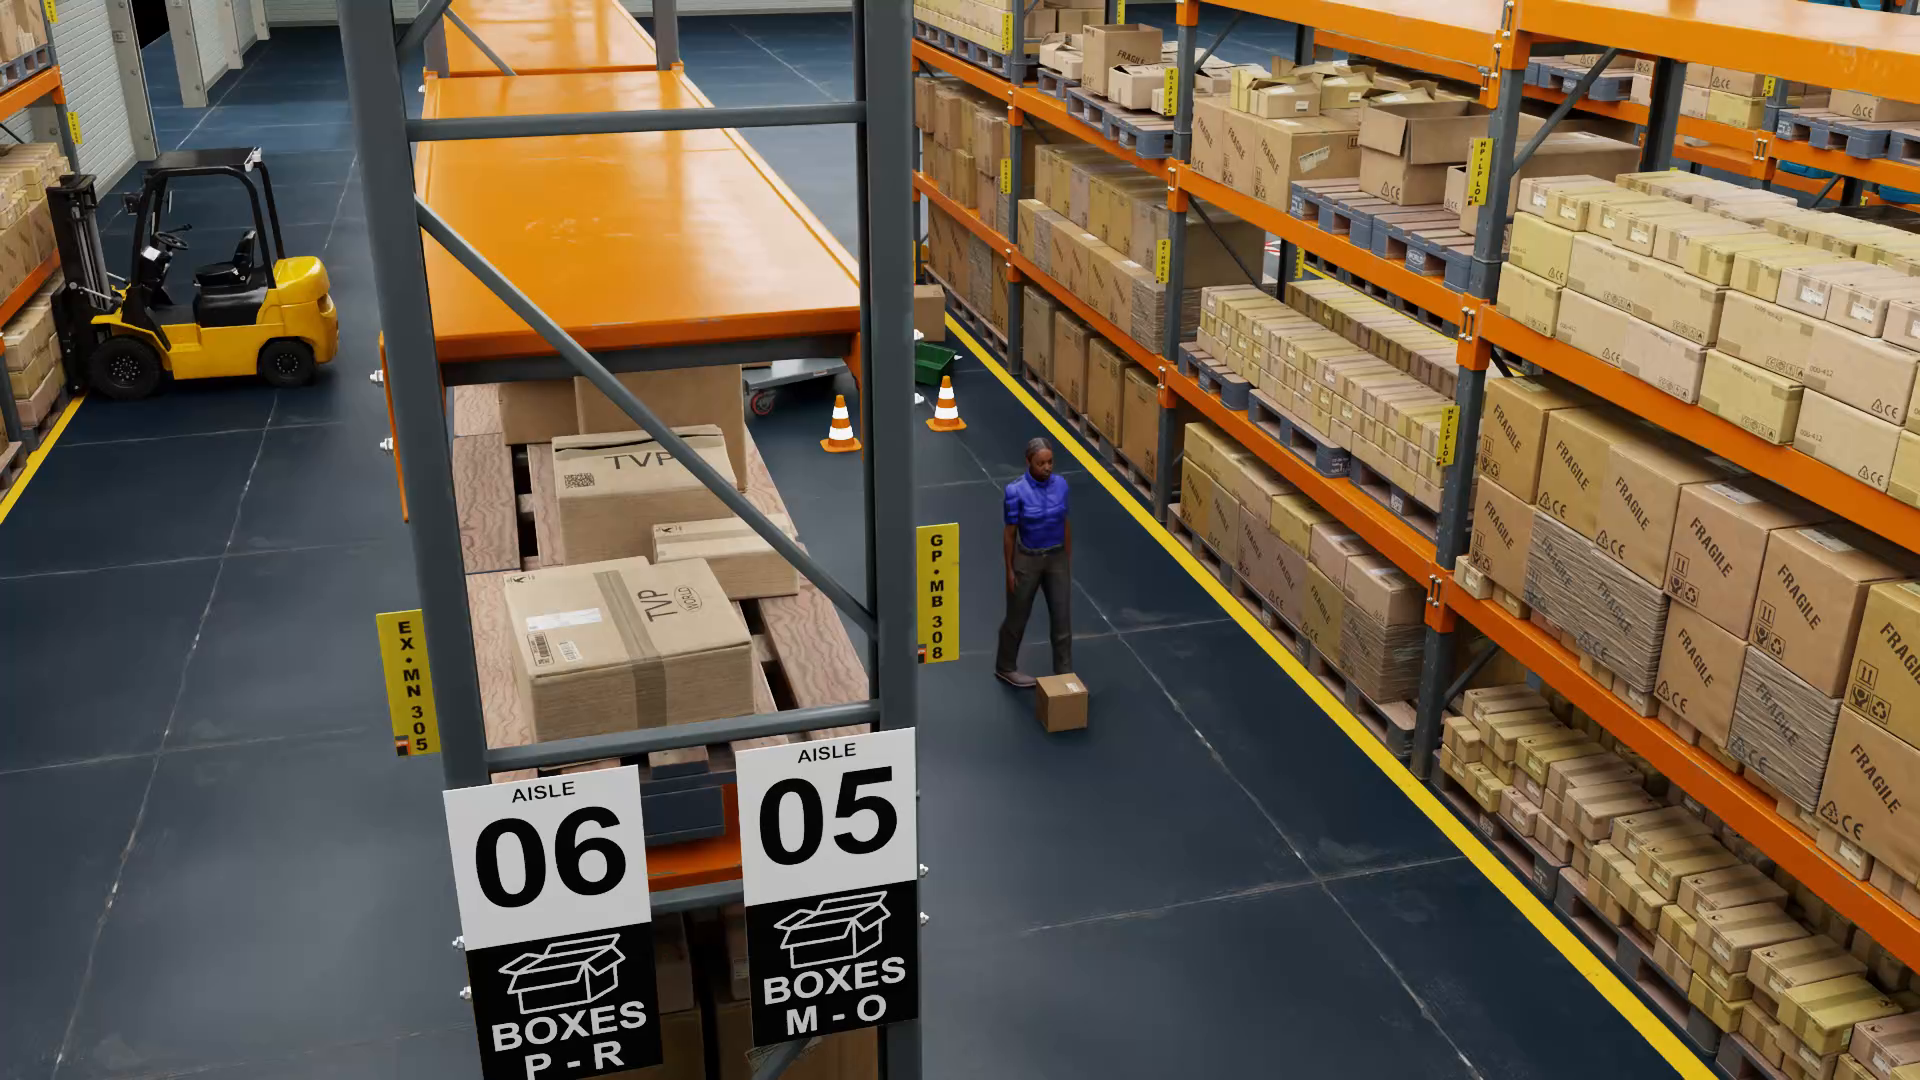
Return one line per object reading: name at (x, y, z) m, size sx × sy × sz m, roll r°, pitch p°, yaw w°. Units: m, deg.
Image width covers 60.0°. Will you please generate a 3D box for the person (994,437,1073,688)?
person at (0.520, 0.176, 10.238) m, size 0.460 × 1.669 × 0.552 m, roll -10°, pitch 25°, yaw -23°
